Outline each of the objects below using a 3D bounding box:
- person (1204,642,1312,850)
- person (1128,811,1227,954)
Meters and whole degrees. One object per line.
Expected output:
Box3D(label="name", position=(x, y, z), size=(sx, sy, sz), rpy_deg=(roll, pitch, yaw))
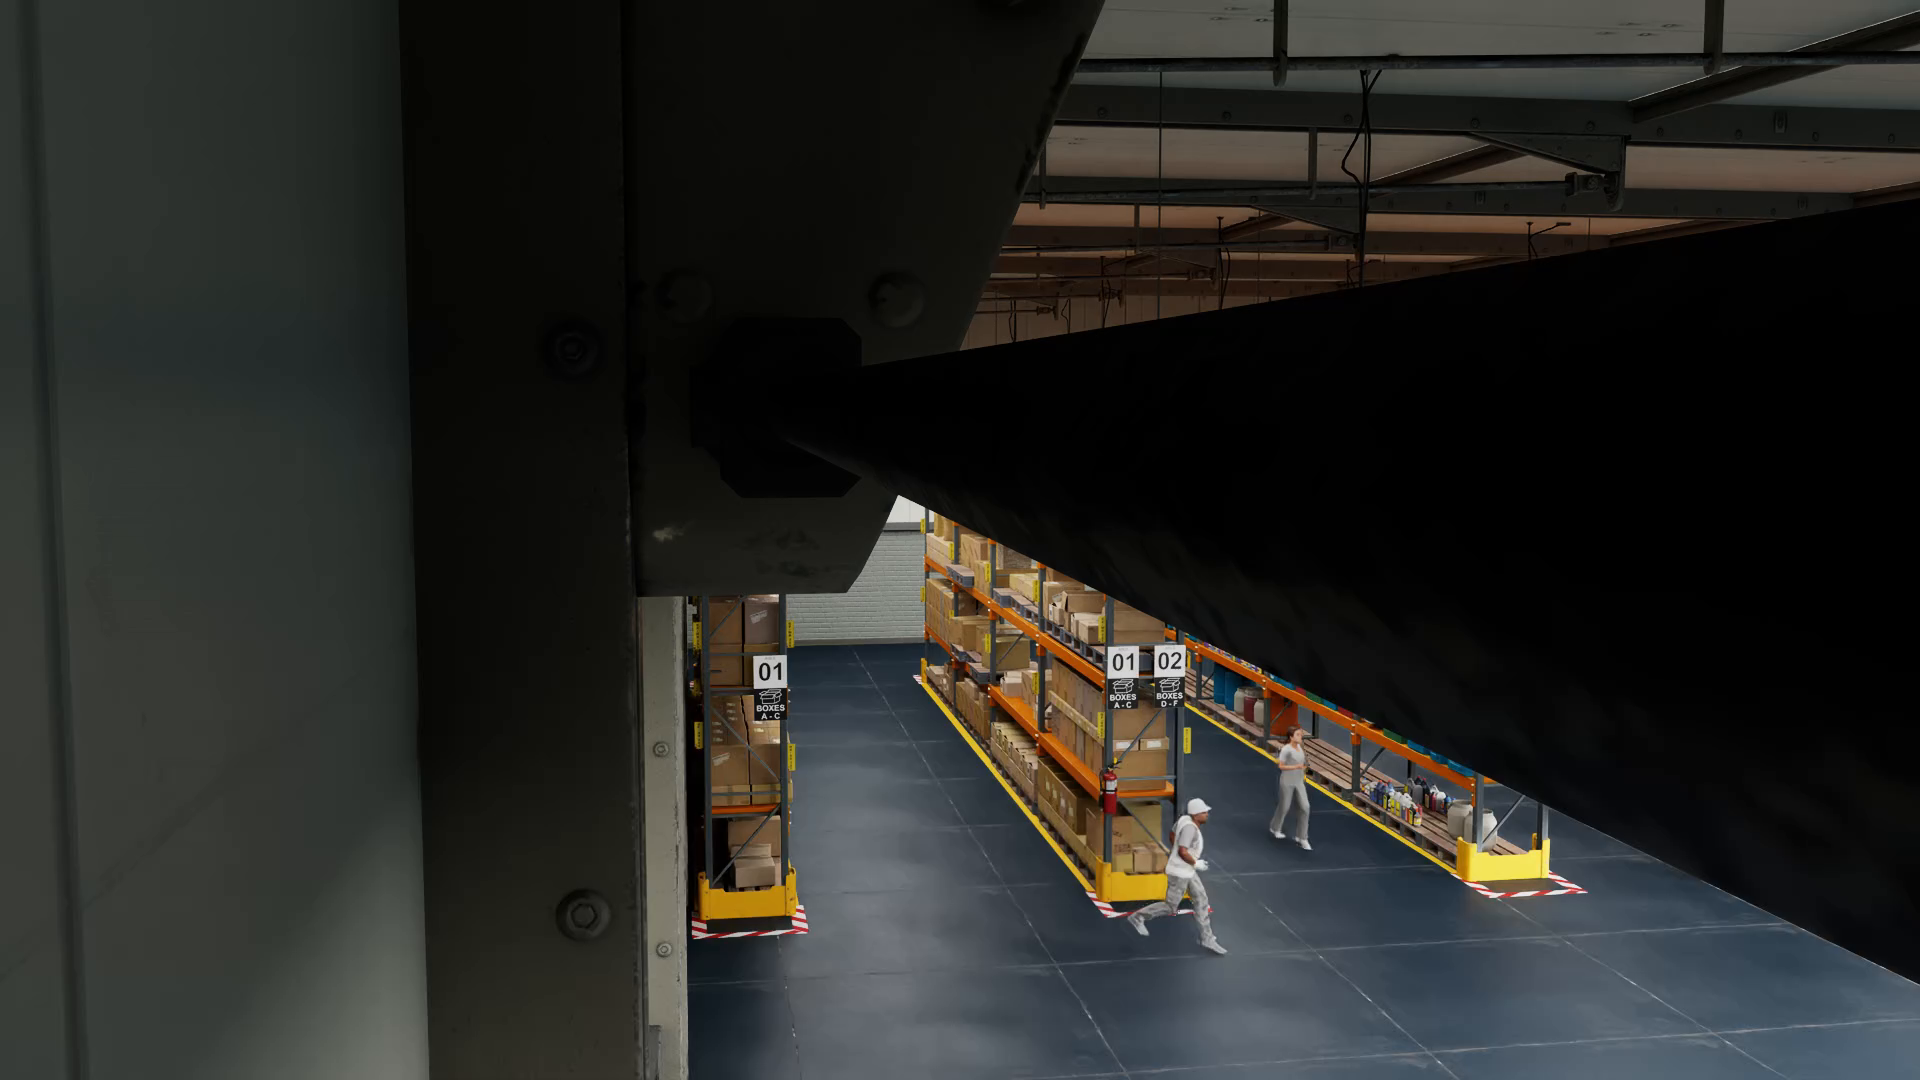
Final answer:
Box3D(label="person", position=(4.747, 3.042, 28.023), size=(5.878, 1.731, 8.569), rpy_deg=(-3, 6, -33))
Box3D(label="person", position=(13.875, 2.370, 24.888), size=(20.300, 3.565, 18.085), rpy_deg=(1, 5, 14))
